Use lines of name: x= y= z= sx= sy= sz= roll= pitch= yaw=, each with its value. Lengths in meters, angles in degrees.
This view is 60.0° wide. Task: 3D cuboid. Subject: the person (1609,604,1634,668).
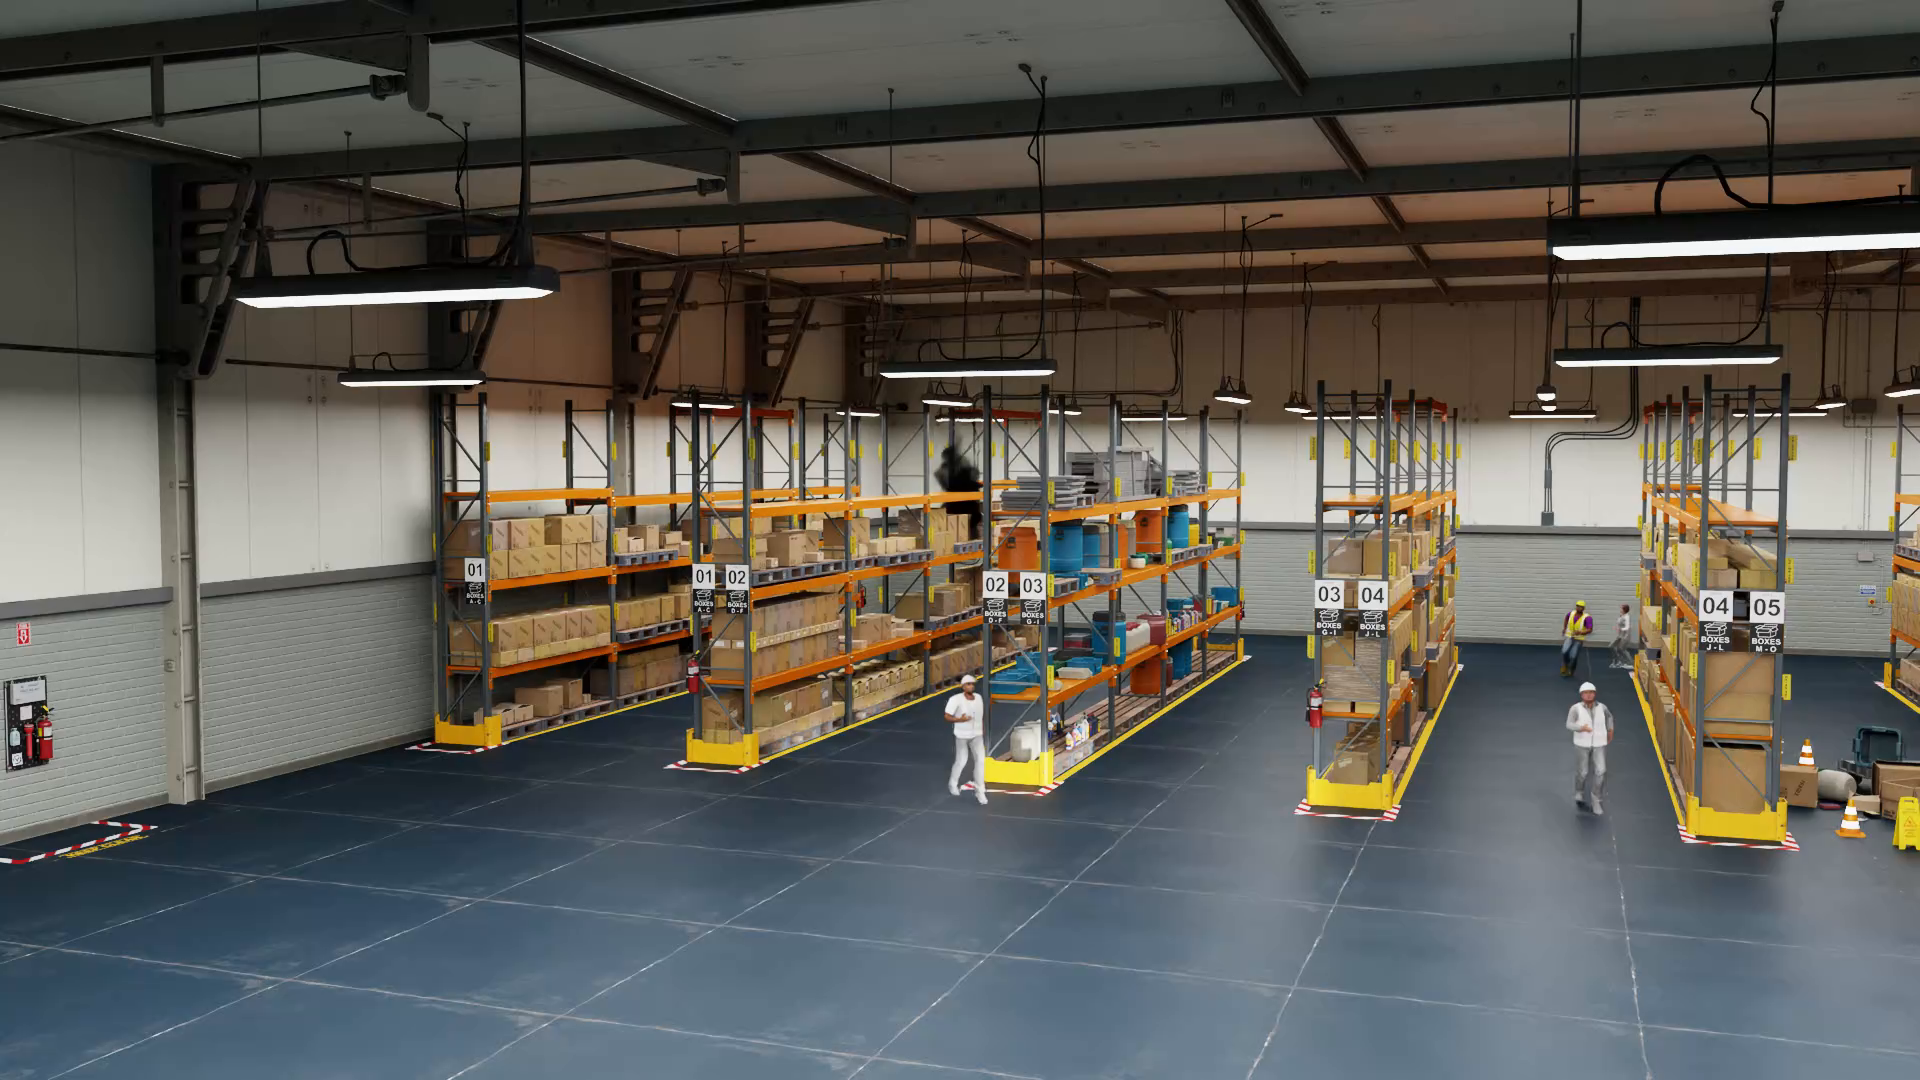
person: x=15.189 y=2.207 z=38.026 sx=0.596 sy=1.533 sz=0.618 roll=0 pitch=3 yaw=-2

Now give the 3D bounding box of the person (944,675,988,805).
person: x=0.109 y=2.833 z=23.810 sx=0.700 sy=1.803 sz=0.823 roll=-1 pitch=3 yaw=-24

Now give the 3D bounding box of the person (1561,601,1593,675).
person: x=13.649 y=2.180 z=36.805 sx=0.695 sy=1.689 sz=0.630 roll=2 pitch=4 yaw=37

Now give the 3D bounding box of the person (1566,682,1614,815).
person: x=8.819 y=2.895 z=23.269 sx=0.661 sy=1.809 sz=0.822 roll=1 pitch=3 yaw=12
